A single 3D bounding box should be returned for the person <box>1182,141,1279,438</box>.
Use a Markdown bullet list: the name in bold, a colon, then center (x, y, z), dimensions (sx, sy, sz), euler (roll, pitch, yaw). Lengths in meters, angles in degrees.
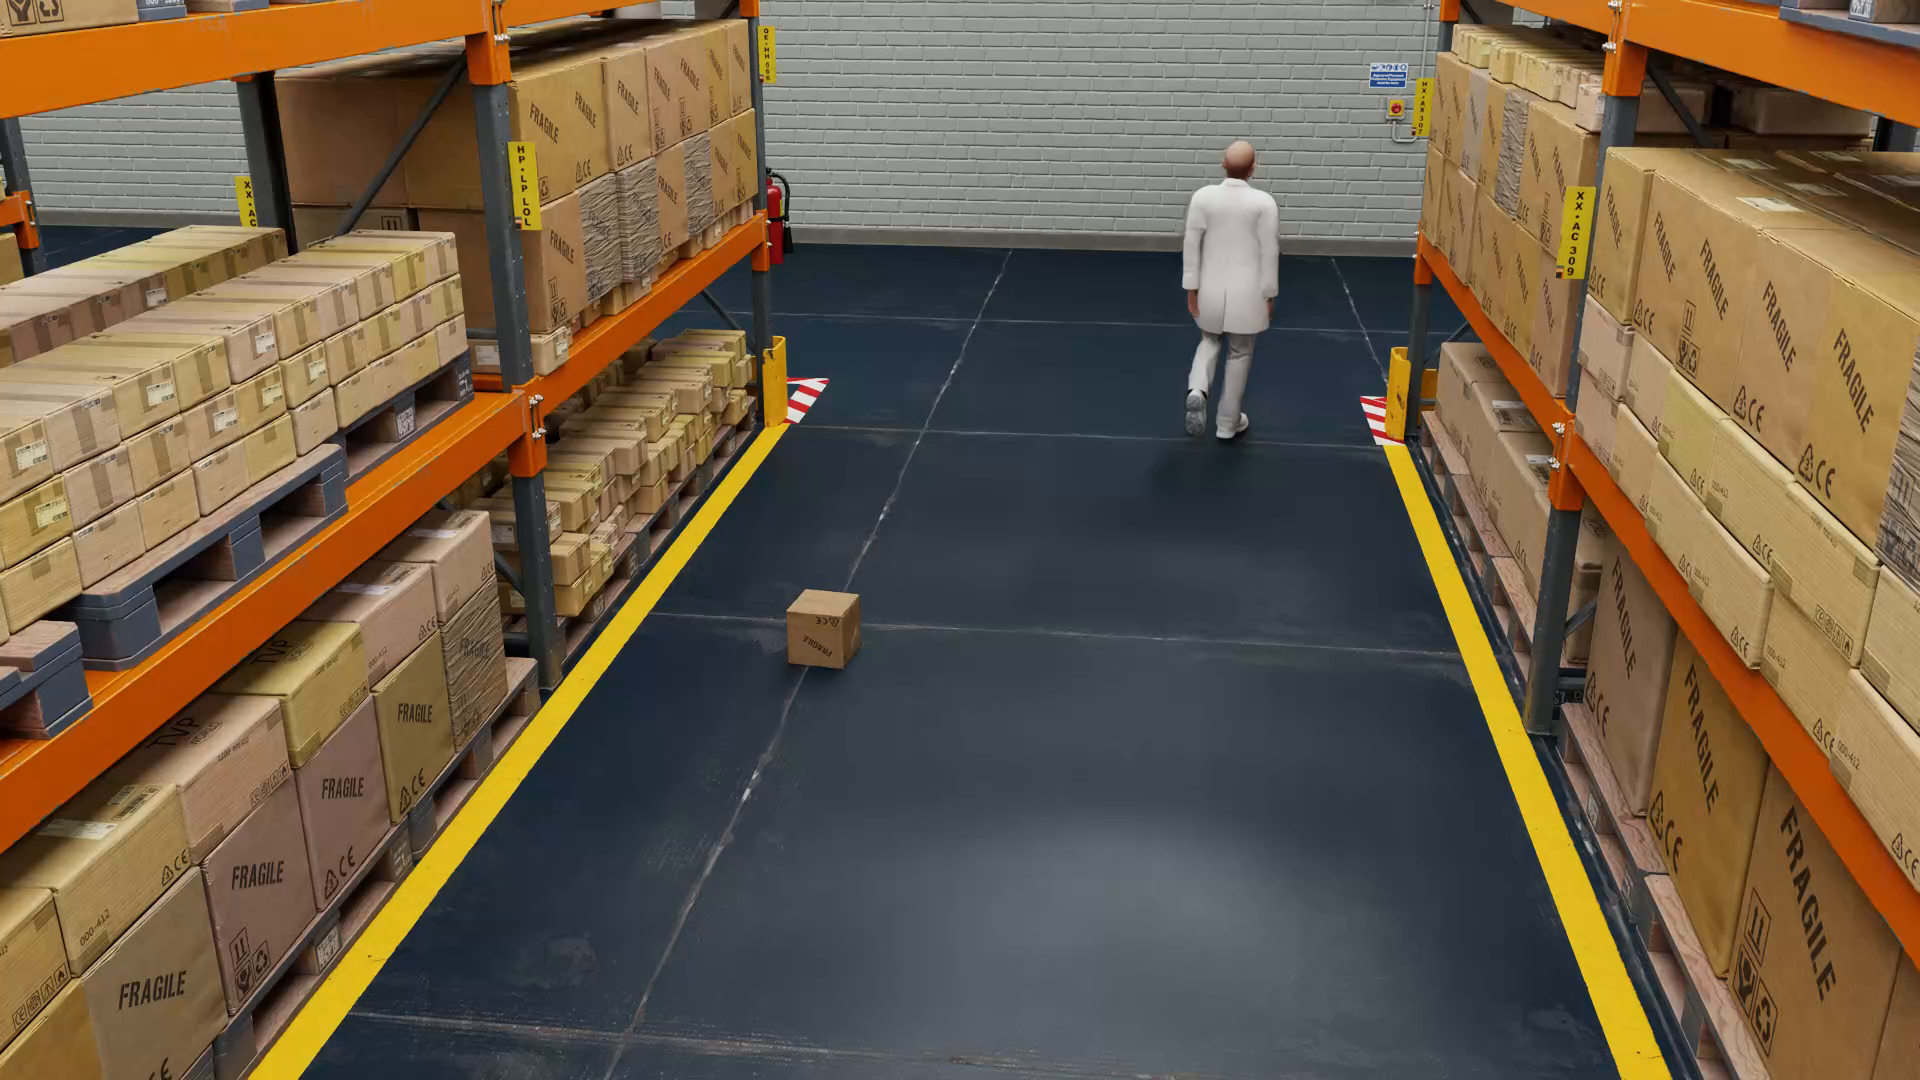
- **person**: center (1.614, -1.477, 9.917), dimensions (0.568, 1.782, 0.542), euler (11, 23, 26)
